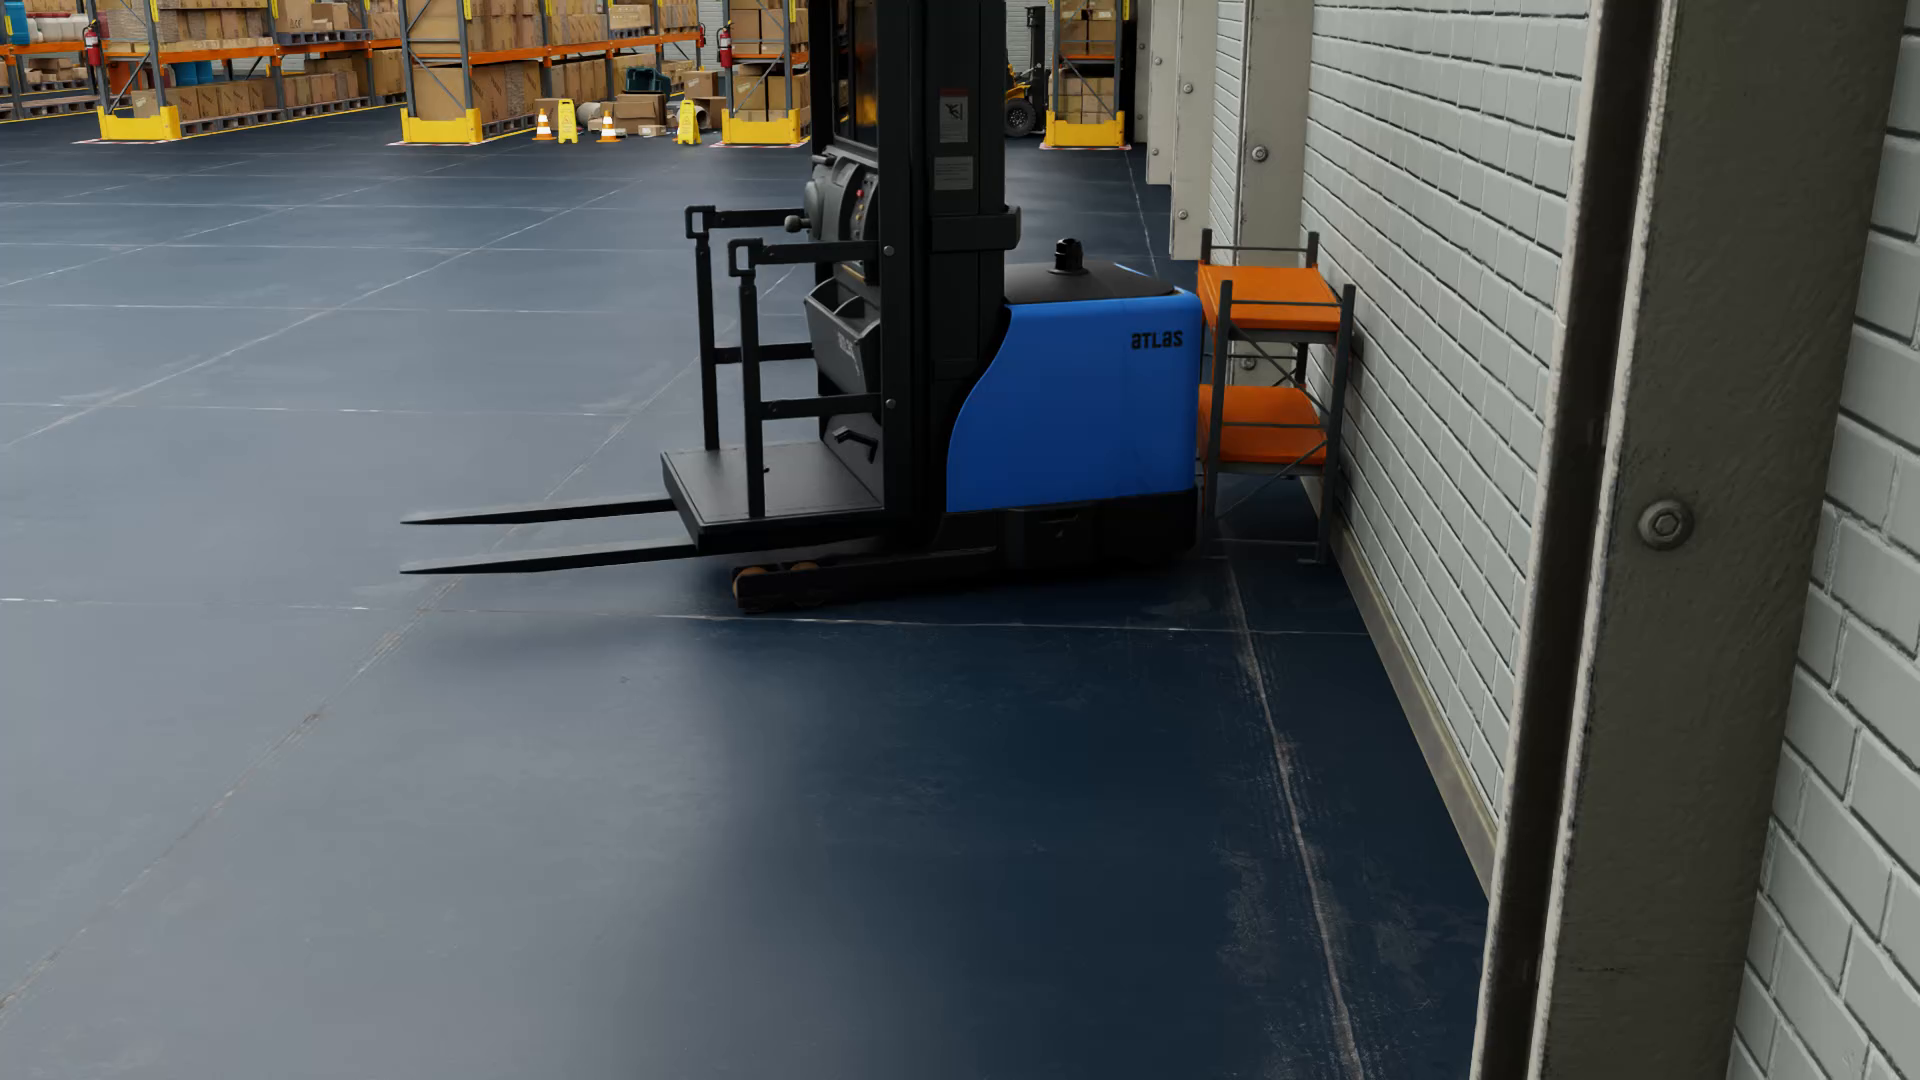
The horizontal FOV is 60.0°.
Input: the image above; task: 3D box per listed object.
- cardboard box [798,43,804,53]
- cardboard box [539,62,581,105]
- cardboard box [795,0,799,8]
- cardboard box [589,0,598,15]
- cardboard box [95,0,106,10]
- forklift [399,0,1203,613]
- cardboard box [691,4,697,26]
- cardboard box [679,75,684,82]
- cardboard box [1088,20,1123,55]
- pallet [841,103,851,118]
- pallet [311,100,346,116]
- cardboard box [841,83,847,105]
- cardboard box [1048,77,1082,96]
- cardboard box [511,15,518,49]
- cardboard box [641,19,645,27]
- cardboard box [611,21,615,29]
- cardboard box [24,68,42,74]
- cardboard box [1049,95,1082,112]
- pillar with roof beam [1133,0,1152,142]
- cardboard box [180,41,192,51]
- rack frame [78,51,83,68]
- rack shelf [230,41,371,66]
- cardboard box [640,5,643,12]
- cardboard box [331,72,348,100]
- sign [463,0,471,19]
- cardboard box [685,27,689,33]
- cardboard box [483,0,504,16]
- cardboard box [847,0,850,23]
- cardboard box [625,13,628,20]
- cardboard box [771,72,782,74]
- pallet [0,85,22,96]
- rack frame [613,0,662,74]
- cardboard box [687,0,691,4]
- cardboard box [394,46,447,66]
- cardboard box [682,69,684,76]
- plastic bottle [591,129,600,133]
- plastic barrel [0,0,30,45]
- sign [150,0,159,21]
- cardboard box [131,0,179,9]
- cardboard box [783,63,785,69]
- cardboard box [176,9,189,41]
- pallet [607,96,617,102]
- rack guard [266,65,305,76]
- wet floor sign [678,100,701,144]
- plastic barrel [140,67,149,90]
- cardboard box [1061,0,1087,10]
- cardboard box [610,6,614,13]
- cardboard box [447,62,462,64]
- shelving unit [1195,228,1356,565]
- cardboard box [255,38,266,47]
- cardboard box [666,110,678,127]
[{"bbox_3d":[-2.659,-7.748,26.154,0.380,0.149,0.250,2,18,5],"label":"cardboard box"},{"bbox_3d":[-7.687,-8.475,30.909,1.050,0.750,0.750,1,18,4],"label":"cardboard box"},{"bbox_3d":[-3.077,-9.145,27.772,0.700,0.500,0.500,1,18,4],"label":"cardboard box"},{"bbox_3d":[-7.470,-10.476,32.311,0.700,0.500,0.500,1,18,4],"label":"cardboard box"},{"bbox_3d":[-21.433,-13.320,40.990,0.500,0.500,0.500,1,18,3],"label":"cardboard box"},{"bbox_3d":[-0.633,-1.308,6.208,3.031,2.935,1.130,-6,19,-16],"label":"forklift"},{"bbox_3d":[-6.630,-12.621,39.985,0.500,0.500,0.500,2,18,5],"label":"cardboard box"},{"bbox_3d":[-6.707,-10.850,39.121,0.380,0.149,0.250,2,18,5],"label":"cardboard box"},{"bbox_3d":[2.206,-7.614,25.183,0.500,0.500,0.500,2,18,6],"label":"cardboard box"},{"bbox_3d":[-2.631,-8.068,31.206,1.003,0.211,1.213,1,18,4],"label":"pallet"},{"bbox_3d":[-12.516,-8.289,31.881,1.003,0.211,1.213,1,18,4],"label":"pallet"},{"bbox_3d":[-2.639,-8.324,31.056,0.950,0.372,0.625,2,18,6],"label":"cardboard box"},{"bbox_3d":[1.616,-6.937,25.413,0.500,0.250,0.500,2,18,6],"label":"cardboard box"},{"bbox_3d":[-7.902,-8.470,27.715,0.875,0.550,0.550,1,18,4],"label":"cardboard box"},{"bbox_3d":[-7.010,-11.129,35.800,0.380,0.149,0.250,1,18,4],"label":"cardboard box"},{"bbox_3d":[-7.175,-10.391,33.546,0.380,0.149,0.250,2,18,7],"label":"cardboard box"},{"bbox_3d":[-22.150,-11.047,39.431,0.500,0.311,0.500,1,18,4],"label":"cardboard box"},{"bbox_3d":[1.617,-6.708,25.516,0.500,0.250,0.500,1,18,3],"label":"cardboard box"},{"bbox_3d":[-1.451,-10.562,24.706,9.100,9.000,0.400,1,18,4],"label":"pillar with roof beam"},{"bbox_3d":[-12.616,-7.947,26.761,0.380,0.149,0.250,1,18,4],"label":"cardboard box"},{"bbox_3d":[-21.675,-12.942,41.602,1.000,3.000,0.127,1,18,4],"label":"rack frame"},{"bbox_3d":[-12.512,-9.272,31.557,1.077,0.370,4.000,1,18,4],"label":"rack shelf"},{"bbox_3d":[-7.014,-11.405,35.686,0.380,0.149,0.250,1,18,2],"label":"cardboard box"},{"bbox_3d":[-12.423,-8.875,32.499,0.700,0.500,0.500,0,18,-1],"label":"cardboard box"},{"bbox_3d":[-7.449,-8.043,25.134,0.100,0.325,0.005,1,18,4],"label":"sign"},{"bbox_3d":[-6.649,-12.116,39.485,0.380,0.149,0.250,2,18,5],"label":"cardboard box"},{"bbox_3d":[-7.813,-8.651,26.531,0.875,0.550,0.550,1,18,4],"label":"cardboard box"},{"bbox_3d":[-2.300,-9.937,31.119,0.500,0.500,0.500,0,18,0],"label":"cardboard box"},{"bbox_3d":[-7.102,-10.860,34.500,0.380,0.149,0.250,1,18,3],"label":"cardboard box"},{"bbox_3d":[-3.183,-7.352,27.079,0.500,0.500,0.500,1,18,3],"label":"cardboard box"},{"bbox_3d":[-21.983,-10.121,37.471,1.003,0.211,1.213,1,18,4],"label":"pallet"},{"bbox_3d":[-7.142,-11.335,36.699,1.000,3.000,0.127,1,18,4],"label":"rack frame"},{"bbox_3d":[-6.676,-12.936,39.341,0.500,0.500,0.500,1,18,2],"label":"cardboard box"},{"bbox_3d":[-12.107,-10.468,36.790,1.225,0.875,0.875,1,18,4],"label":"cardboard box"},{"bbox_3d":[-6.705,-10.991,39.076,0.380,0.149,0.250,2,18,7],"label":"cardboard box"},{"bbox_3d":[-6.013,-6.740,27.394,0.133,0.061,0.283,-5,19,-15],"label":"plastic bottle"},{"bbox_3d":[-17.265,-9.455,30.154,0.600,0.901,0.708,1,18,4],"label":"plastic barrel"},{"bbox_3d":[-12.401,-8.150,25.587,0.100,0.325,0.005,1,18,4],"label":"sign"},{"bbox_3d":[-12.630,-8.579,26.043,0.500,0.500,0.500,1,18,4],"label":"cardboard box"},{"bbox_3d":[-3.151,-8.114,28.364,0.380,0.149,0.250,2,18,5],"label":"cardboard box"},{"bbox_3d":[-12.959,-8.267,26.698,0.875,0.500,0.500,1,18,4],"label":"cardboard box"},{"bbox_3d":[-7.371,-9.010,34.082,1.003,0.211,1.213,1,18,4],"label":"pallet"},{"bbox_3d":[-16.746,-11.650,41.674,1.175,0.500,0.348,1,18,4],"label":"rack guard"},{"bbox_3d":[-4.138,-6.375,25.342,0.267,0.644,0.232,8,20,23],"label":"wet floor sign"},{"bbox_3d":[-17.339,-9.692,35.006,0.421,0.512,0.421,0,18,0],"label":"plastic barrel"},{"bbox_3d":[1.709,-8.032,24.939,0.380,0.149,0.250,1,18,4],"label":"cardboard box"},{"bbox_3d":[-7.185,-10.678,33.468,0.380,0.149,0.250,1,18,2],"label":"cardboard box"},{"bbox_3d":[-11.954,-10.870,38.018,0.875,0.875,0.875,1,18,4],"label":"cardboard box"},{"bbox_3d":[1.254,-0.627,6.913,0.538,1.125,1.048,2,22,3],"label":"shelving unit"},{"bbox_3d":[-12.405,-8.722,29.129,0.380,0.149,0.250,1,18,4],"label":"cardboard box"},{"bbox_3d":[-4.970,-7.267,28.674,0.258,0.266,0.396,-13,22,-34],"label":"cardboard box"}]
